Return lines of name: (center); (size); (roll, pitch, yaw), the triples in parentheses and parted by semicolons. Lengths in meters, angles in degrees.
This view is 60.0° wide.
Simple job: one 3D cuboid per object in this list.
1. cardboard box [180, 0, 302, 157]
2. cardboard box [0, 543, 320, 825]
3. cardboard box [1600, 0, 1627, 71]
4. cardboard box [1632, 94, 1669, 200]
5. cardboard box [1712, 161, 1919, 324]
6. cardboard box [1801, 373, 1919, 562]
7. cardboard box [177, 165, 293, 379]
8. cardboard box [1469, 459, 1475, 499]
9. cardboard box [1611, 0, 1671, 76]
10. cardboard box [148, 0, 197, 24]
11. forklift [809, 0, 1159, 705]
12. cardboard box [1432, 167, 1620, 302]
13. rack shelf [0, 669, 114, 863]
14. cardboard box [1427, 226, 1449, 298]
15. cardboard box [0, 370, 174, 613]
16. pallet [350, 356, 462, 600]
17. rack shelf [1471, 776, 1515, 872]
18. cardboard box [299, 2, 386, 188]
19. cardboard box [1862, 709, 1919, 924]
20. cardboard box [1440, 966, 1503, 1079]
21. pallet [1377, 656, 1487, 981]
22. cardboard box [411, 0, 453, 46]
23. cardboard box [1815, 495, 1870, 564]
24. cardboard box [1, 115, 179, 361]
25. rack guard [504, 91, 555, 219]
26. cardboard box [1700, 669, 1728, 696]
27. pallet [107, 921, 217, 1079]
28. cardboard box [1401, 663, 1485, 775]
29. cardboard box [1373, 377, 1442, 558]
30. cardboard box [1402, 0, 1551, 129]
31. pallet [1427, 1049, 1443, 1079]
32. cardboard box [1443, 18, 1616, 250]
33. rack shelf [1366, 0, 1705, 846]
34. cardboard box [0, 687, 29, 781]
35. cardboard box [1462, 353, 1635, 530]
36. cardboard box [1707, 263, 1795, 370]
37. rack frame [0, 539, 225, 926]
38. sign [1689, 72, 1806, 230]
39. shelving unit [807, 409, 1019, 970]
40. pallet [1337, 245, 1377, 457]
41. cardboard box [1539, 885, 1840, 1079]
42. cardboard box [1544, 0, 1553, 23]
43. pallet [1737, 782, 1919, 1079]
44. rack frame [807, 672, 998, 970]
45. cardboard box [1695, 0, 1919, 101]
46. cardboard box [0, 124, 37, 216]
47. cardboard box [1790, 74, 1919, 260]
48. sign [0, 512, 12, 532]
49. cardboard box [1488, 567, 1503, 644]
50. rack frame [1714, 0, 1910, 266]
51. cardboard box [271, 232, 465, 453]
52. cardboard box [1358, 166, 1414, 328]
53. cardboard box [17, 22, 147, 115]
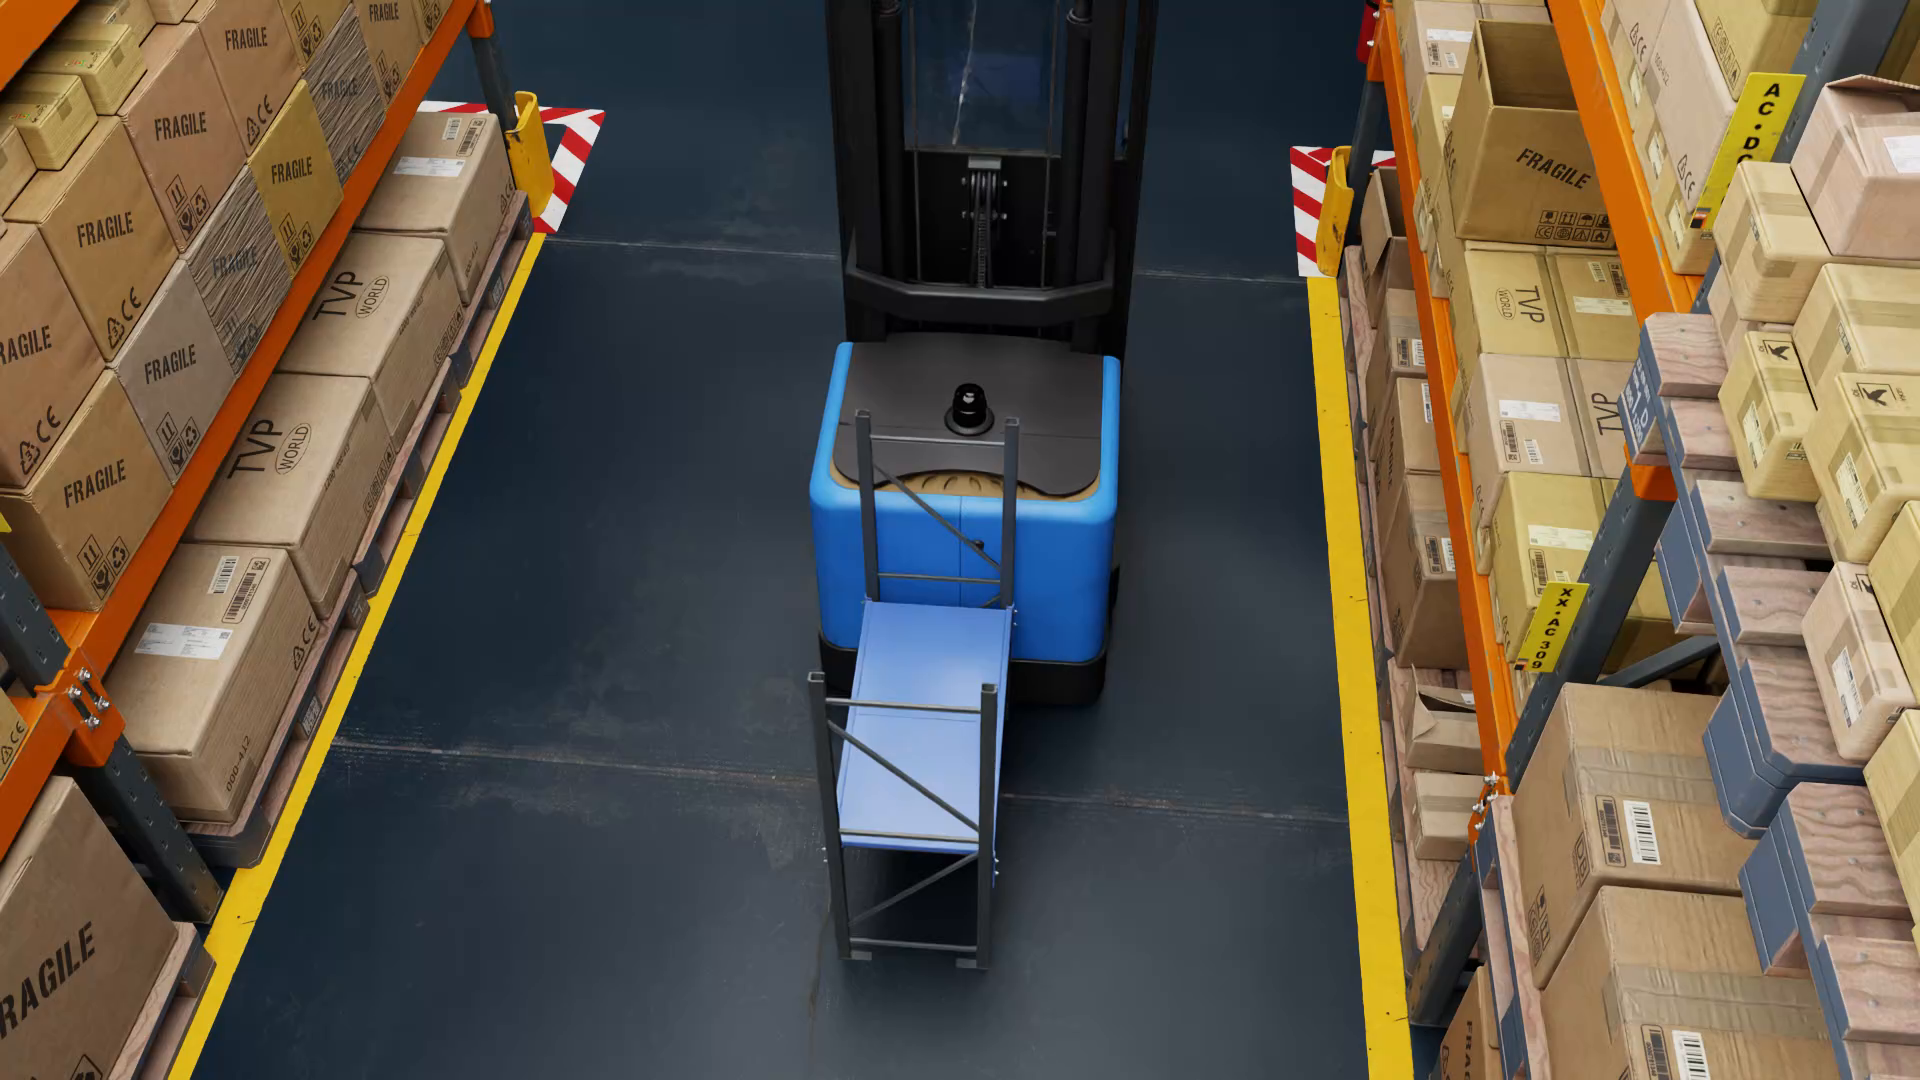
cardboard box: (-2.557, -1.621, 5.454); (0.500, 0.500, 0.500); (4, 48, 3)
cardboard box: (-2.837, 0.470, 5.739); (0.875, 0.438, 0.875); (3, 48, 3)
cardboard box: (1.767, -1.236, 3.986); (0.380, 0.149, 0.250); (4, 48, 3)
cardboard box: (1.707, -0.859, 3.641); (0.380, 0.149, 0.250); (4, 48, 3)
cardboard box: (1.479, -0.482, 2.741); (0.380, 0.149, 0.250); (5, 48, 5)
cardboard box: (1.460, -0.097, 2.390); (0.380, 0.149, 0.250); (3, 48, 3)
cardboard box: (-2.595, -0.895, 5.468); (0.500, 0.500, 0.500); (4, 48, 4)
cardboard box: (1.773, -0.211, 5.080); (0.380, 0.149, 0.250); (5, 48, 5)
cardboard box: (1.774, -1.284, 3.759); (0.500, 0.250, 0.500); (2, 48, 2)
cardboard box: (-2.556, -1.722, 5.107); (0.380, 0.149, 0.250); (4, 48, 4)
forklift: (0.122, -1.473, 6.111); (1.130, 2.935, 3.031); (3, 48, 3)
cardboard box: (1.884, -1.022, 5.552); (0.500, 0.250, 0.500); (3, 48, 3)
rack shelf: (-3.183, 1.913, 3.455); (1.077, 0.370, 4.000); (4, 48, 4)
cardboard box: (1.833, -0.961, 5.767); (0.380, 0.149, 0.250); (5, 48, 4)
cardboard box: (-2.697, -0.160, 4.796); (0.500, 0.500, 0.500); (5, 48, 5)
pallet: (-2.745, -0.311, 6.891); (1.003, 0.211, 1.213); (4, 48, 4)
rack shelf: (1.760, 2.244, 3.152); (1.077, 0.370, 4.000); (4, 48, 4)
cardboard box: (-2.514, -1.654, 6.162); (0.500, 0.500, 0.500); (5, 48, 5)
cardboard box: (1.429, 0.372, 2.162); (0.380, 0.149, 0.250); (3, 48, 3)
cardboard box: (1.675, 1.574, 4.687); (0.500, 0.500, 0.500); (6, 48, 5)
pallet: (2.006, 0.968, 5.721); (1.003, 0.211, 1.213); (4, 48, 4)
cardboard box: (-2.416, -2.400, 6.845); (0.500, 0.500, 0.500); (4, 48, 4)
cardboard box: (1.536, 0.002, 2.500); (0.380, 0.149, 0.250); (4, 48, 4)
cardboard box: (-2.664, -0.875, 4.772); (0.500, 0.500, 0.500); (3, 48, 3)
rack guard: (-2.634, -1.913, 8.160); (1.175, 0.500, 0.348); (4, 48, 4)
cardboard box: (2.246, 0.388, 4.533); (0.380, 0.149, 0.250); (4, 48, 4)
pallet: (-2.996, 1.714, 5.039); (1.003, 0.211, 1.213); (4, 48, 4)
cardboard box: (1.734, 0.621, 5.717); (0.396, 0.266, 0.258); (5, 48, 5)
cardboard box: (1.893, -0.255, 6.360); (0.500, 0.500, 0.500); (5, 48, 4)
cardboard box: (1.952, -1.771, 6.237); (0.500, 0.250, 0.500); (4, 48, 4)
pallet: (1.906, 2.073, 4.711); (1.003, 0.211, 1.213); (4, 48, 4)
cardboard box: (1.861, -1.293, 5.291); (0.500, 0.500, 0.500); (5, 48, 5)
rack shelf: (2.125, -0.695, 5.840); (1.077, 0.370, 4.000); (4, 48, 4)
cardboard box: (-2.790, 0.598, 4.272); (0.500, 0.250, 0.500); (3, 48, 3)
cardboard box: (1.777, -0.278, 4.871); (0.500, 0.250, 0.500); (4, 48, 4)
cardboard box: (1.519, -0.378, 2.848); (0.380, 0.149, 0.250); (5, 48, 4)
rack frame: (-3.001, 0.201, 4.534); (1.000, 3.000, 0.127); (4, 48, 4)
sign: (1.402, -0.686, 2.961); (0.100, 0.325, 0.005); (4, 48, 4)
shelving unit: (-0.111, 0.506, 5.270); (0.538, 1.500, 1.048); (3, 48, 3)
pallet: (2.229, -0.824, 7.361); (1.003, 0.211, 1.213); (4, 48, 4)
cardboard box: (1.629, 1.077, 3.379); (0.700, 0.500, 0.500); (4, 48, 4)
cardboard box: (2.530, -2.101, 6.539); (0.500, 0.250, 0.500); (5, 48, 5)
pallet: (1.722, 0.820, 2.062); (1.213, 0.211, 1.003); (4, 48, 4)
rack frame: (-0.152, 0.880, 4.928); (0.500, 1.500, 0.032); (3, 48, 3)
cardboard box: (1.749, -1.086, 3.239); (0.500, 0.250, 0.500); (4, 48, 4)
cardboard box: (-2.725, -0.984, 4.432); (0.380, 0.149, 0.250); (3, 48, 3)
cardboard box: (1.568, -0.614, 2.581); (0.396, 0.266, 0.258); (3, 48, 3)
sign: (-2.459, -0.134, 4.109); (0.100, 0.325, 0.005); (4, 48, 4)
cardboard box: (1.722, 0.173, 4.730); (0.380, 0.149, 0.250); (5, 48, 5)
rack frame: (1.943, -1.493, 2.017); (1.000, 3.000, 0.127); (4, 48, 4)
cardboard box: (-2.672, -0.851, 6.947); (0.875, 0.438, 0.875); (5, 48, 5)
cardboard box: (2.157, -1.264, 7.280); (0.797, 0.503, 0.637); (2, 48, 2)
cardboard box: (-2.588, -1.356, 4.772); (0.380, 0.149, 0.250); (3, 48, 2)
